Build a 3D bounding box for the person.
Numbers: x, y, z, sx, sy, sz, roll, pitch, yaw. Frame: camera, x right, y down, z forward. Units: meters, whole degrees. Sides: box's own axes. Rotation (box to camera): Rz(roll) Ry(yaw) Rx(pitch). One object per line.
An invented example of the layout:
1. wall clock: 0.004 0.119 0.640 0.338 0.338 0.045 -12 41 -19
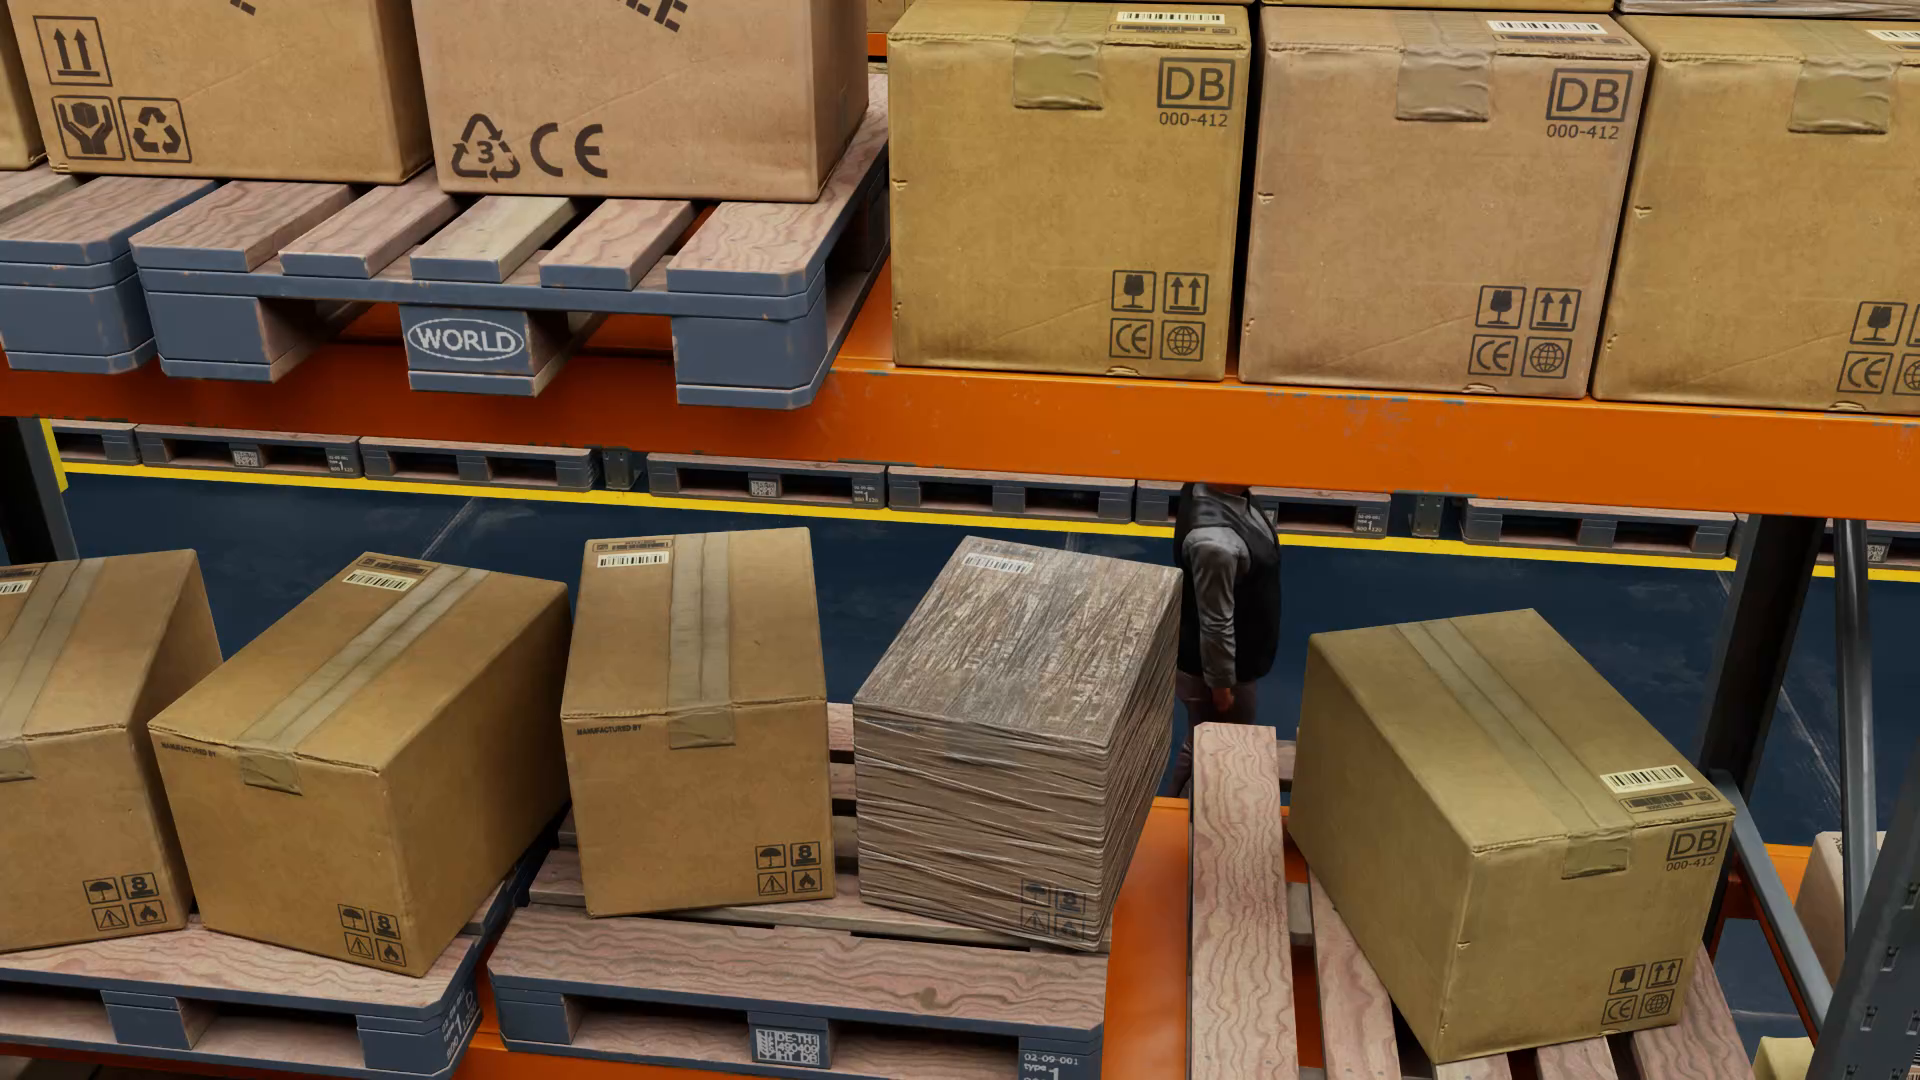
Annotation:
1. person: 0.854 0.394 5.448 0.359 1.742 0.531 4 28 7
